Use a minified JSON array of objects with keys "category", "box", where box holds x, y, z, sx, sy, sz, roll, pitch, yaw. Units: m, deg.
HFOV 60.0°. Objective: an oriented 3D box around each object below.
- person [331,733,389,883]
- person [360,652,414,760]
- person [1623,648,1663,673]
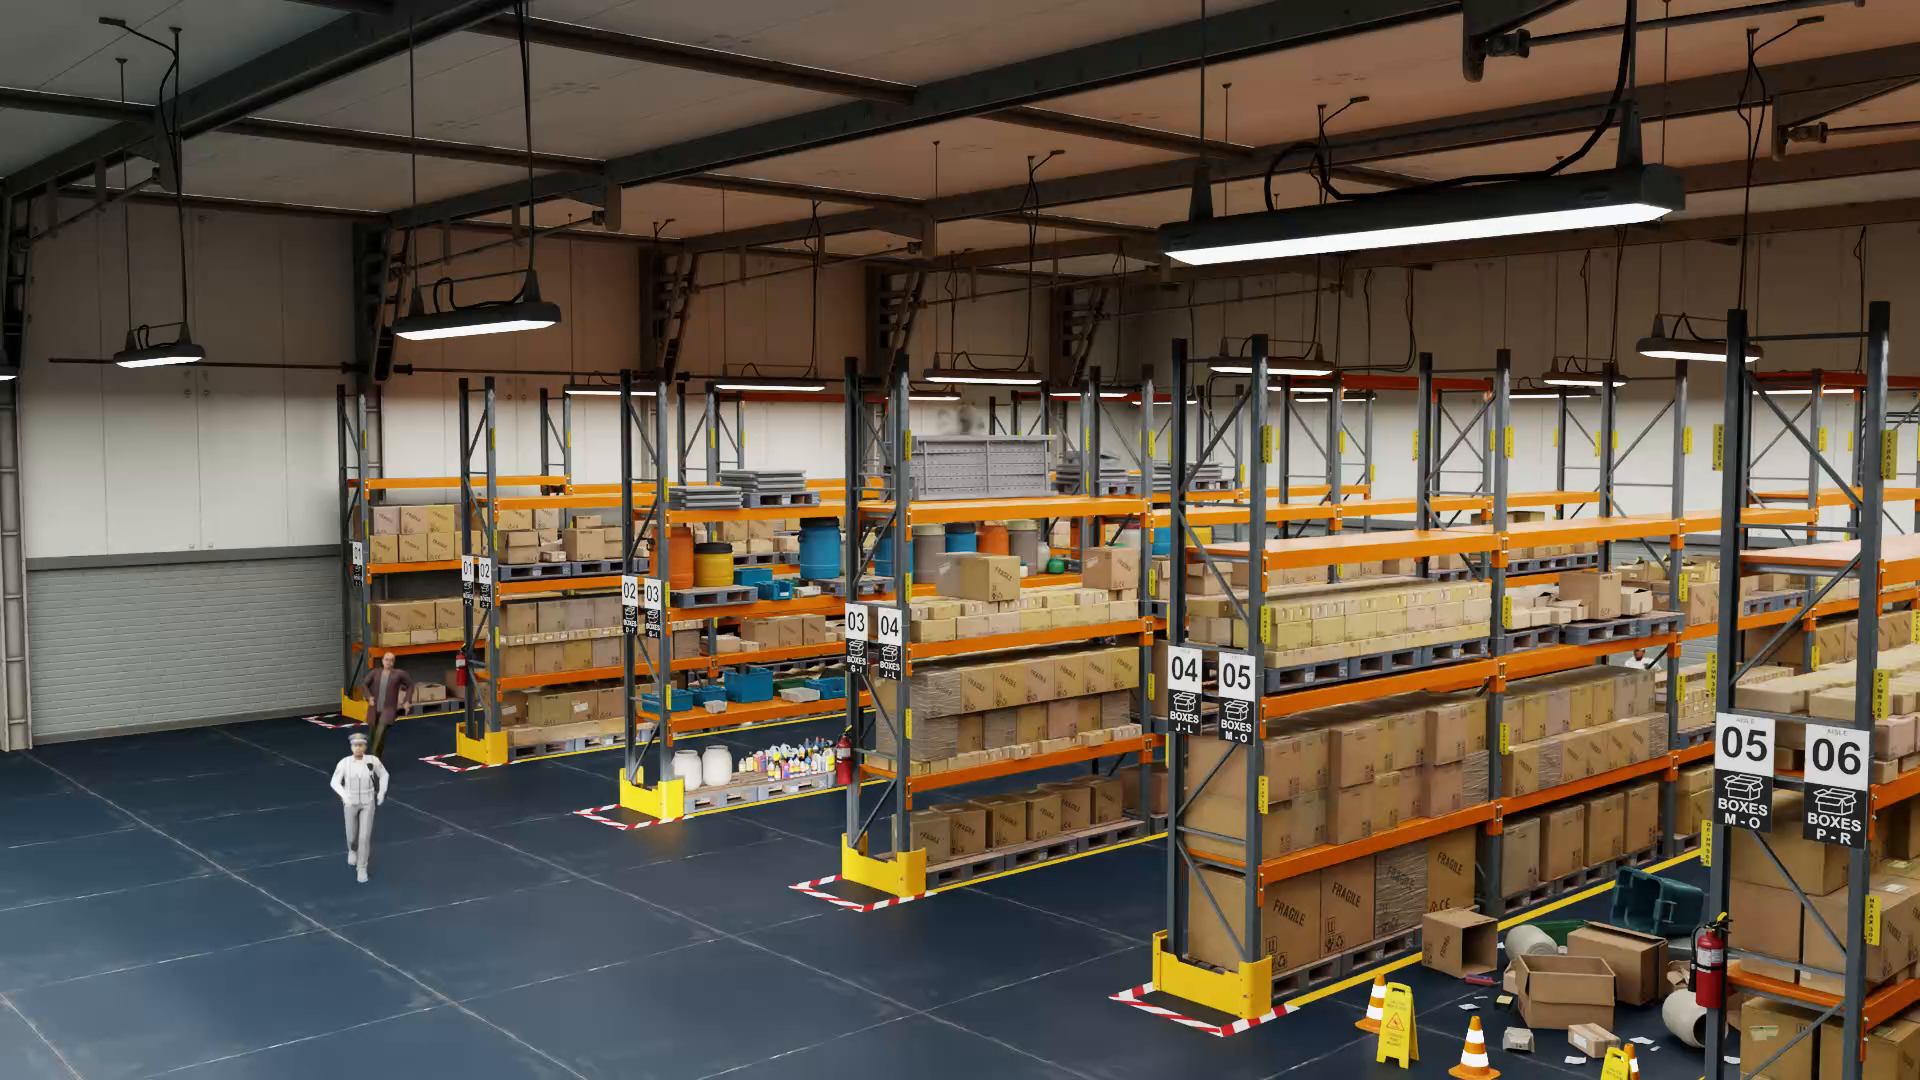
[{"category":"person","box":[-6.966,3.064,19.334,0.644,1.696,0.737,-1,4,-20]},{"category":"person","box":[-8.787,2.602,25.408,0.764,1.763,0.966,0,4,0]},{"category":"person","box":[11.111,2.531,27.215,0.822,1.694,0.597,-4,5,-44]}]
